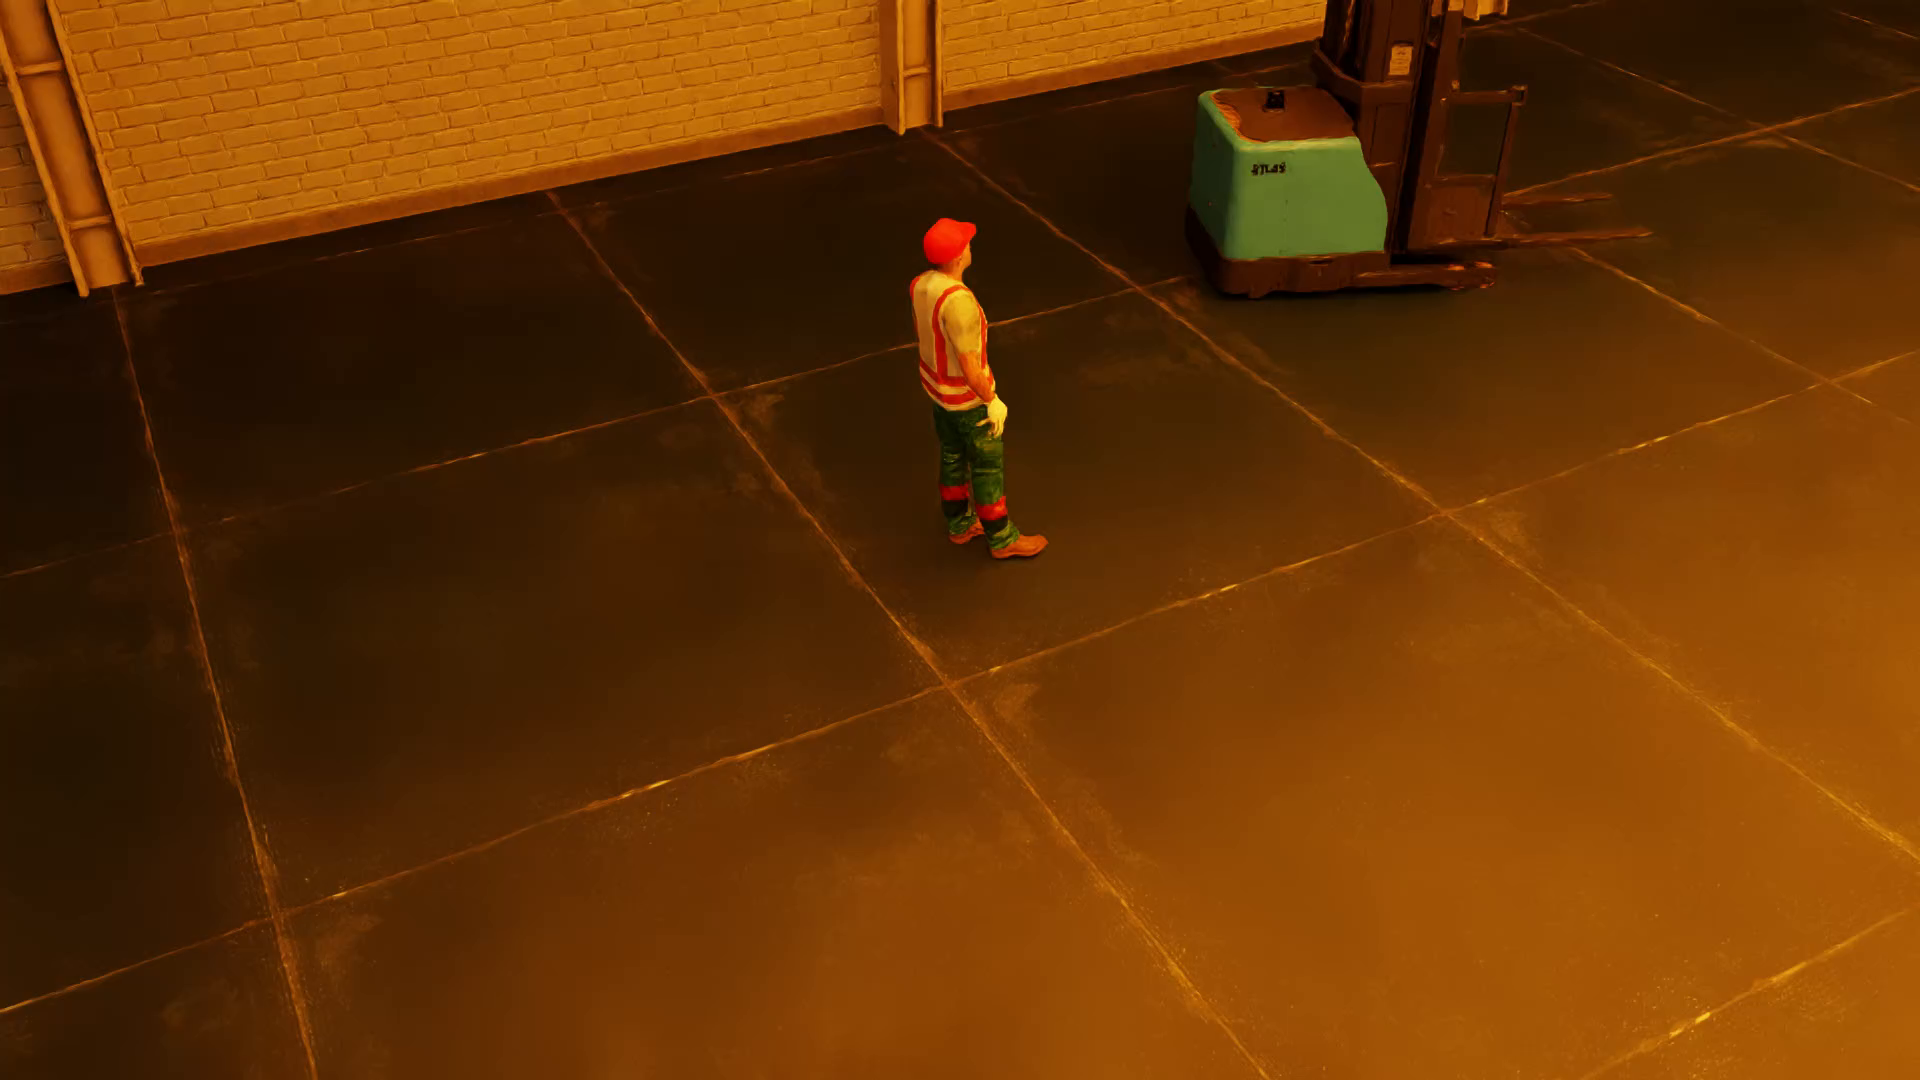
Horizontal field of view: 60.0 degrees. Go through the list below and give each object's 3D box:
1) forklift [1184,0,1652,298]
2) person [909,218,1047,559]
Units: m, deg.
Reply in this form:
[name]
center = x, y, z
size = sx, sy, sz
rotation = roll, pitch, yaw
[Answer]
[forklift]
center = 3.121, -3.152, 10.582
size = 3.031, 2.935, 1.130
rotation = -5, 36, -7
[person]
center = 0.076, -0.752, 8.165
size = 0.563, 1.787, 0.637
rotation = -17, 39, -23
